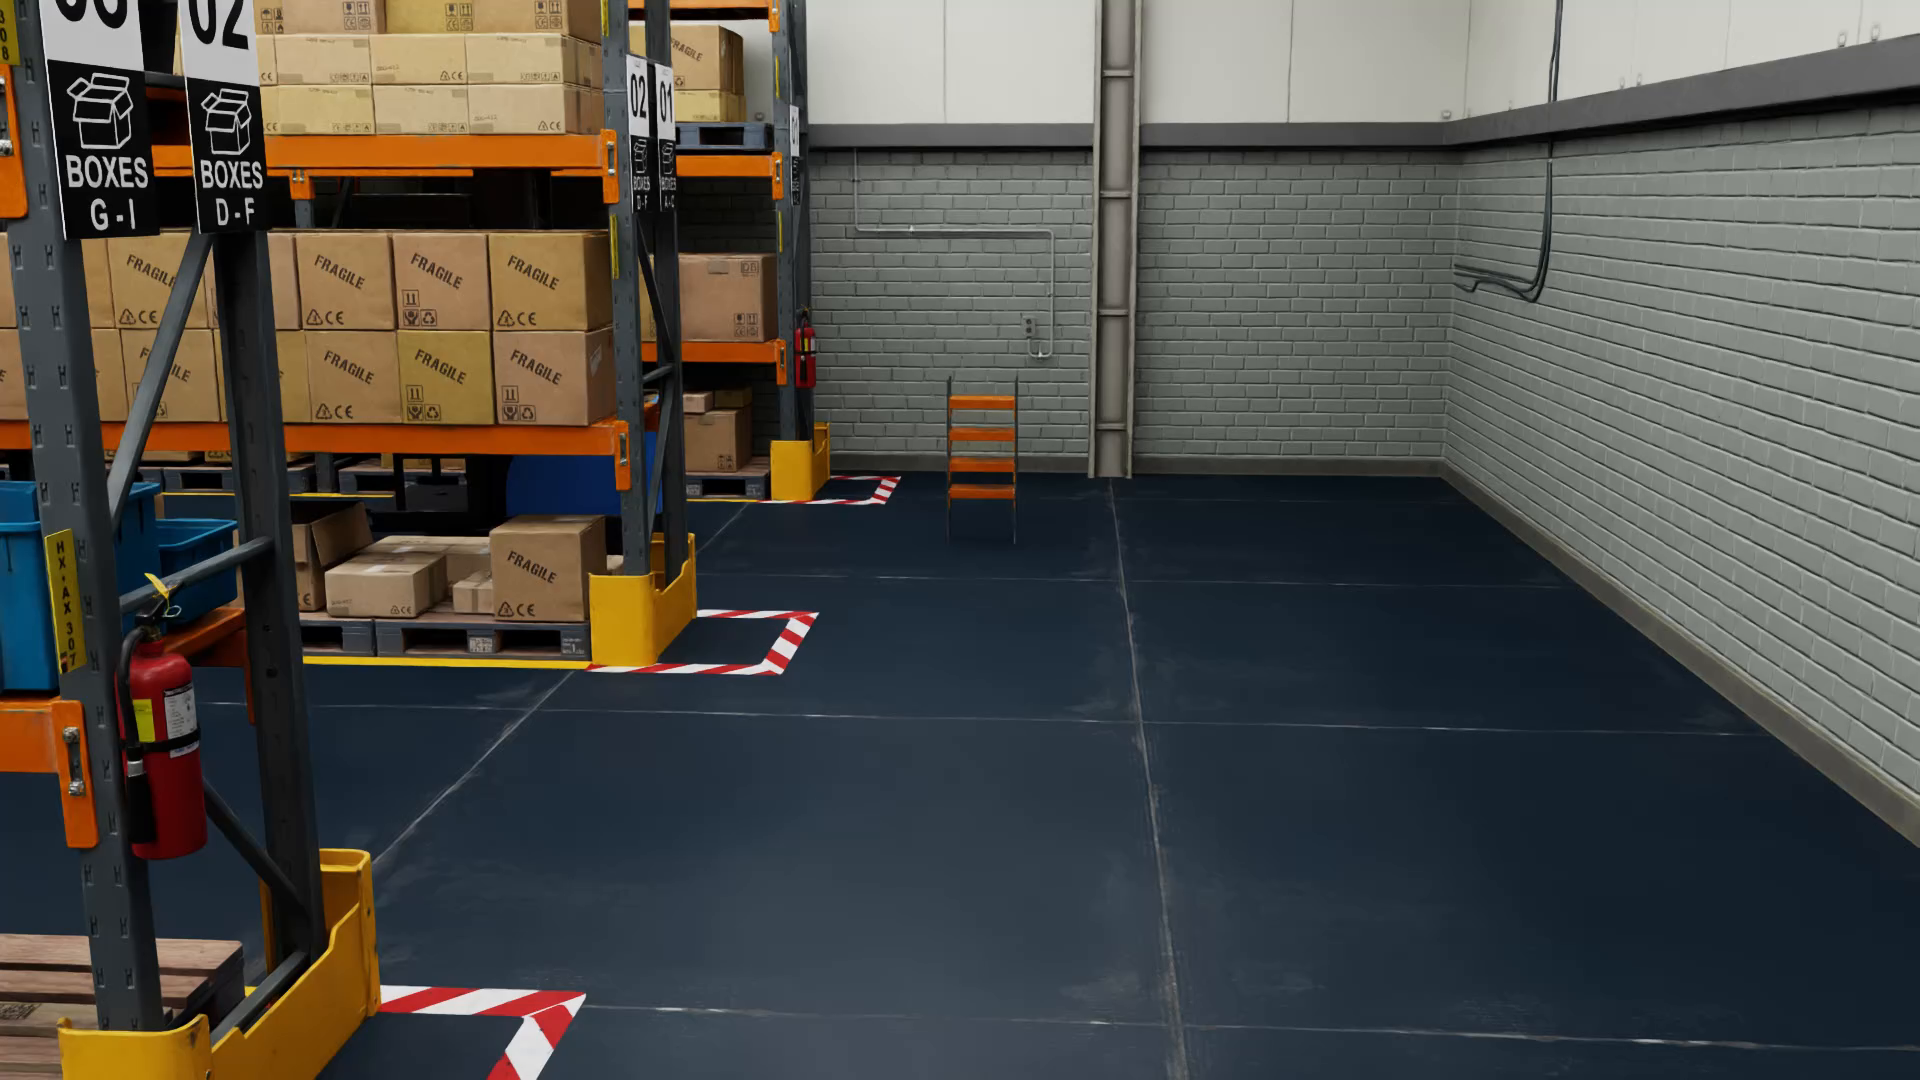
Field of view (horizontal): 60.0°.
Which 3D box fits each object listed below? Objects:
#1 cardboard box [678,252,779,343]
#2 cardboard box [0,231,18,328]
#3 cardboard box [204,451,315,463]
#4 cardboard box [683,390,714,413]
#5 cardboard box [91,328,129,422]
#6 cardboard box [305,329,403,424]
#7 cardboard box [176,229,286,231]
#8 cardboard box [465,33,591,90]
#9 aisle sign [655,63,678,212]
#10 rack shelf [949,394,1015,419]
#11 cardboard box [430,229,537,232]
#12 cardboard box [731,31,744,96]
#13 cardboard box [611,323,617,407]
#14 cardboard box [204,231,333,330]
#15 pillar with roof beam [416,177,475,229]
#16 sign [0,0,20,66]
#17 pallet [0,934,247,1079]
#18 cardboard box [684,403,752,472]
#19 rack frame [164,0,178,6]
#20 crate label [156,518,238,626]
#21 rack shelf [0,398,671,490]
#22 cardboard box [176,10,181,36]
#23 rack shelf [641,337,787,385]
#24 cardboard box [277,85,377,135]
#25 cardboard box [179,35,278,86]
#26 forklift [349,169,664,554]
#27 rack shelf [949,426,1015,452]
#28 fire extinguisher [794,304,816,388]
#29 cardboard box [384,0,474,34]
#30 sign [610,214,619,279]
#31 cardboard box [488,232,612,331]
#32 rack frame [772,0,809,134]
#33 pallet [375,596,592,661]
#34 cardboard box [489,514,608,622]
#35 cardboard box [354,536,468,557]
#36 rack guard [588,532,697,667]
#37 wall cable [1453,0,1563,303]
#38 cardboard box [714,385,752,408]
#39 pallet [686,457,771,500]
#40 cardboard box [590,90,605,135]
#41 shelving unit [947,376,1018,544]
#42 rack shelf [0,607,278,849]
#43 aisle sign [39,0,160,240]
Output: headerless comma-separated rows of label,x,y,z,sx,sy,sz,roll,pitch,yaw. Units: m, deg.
cardboard box,-1.903,-2.066,14.086,0.700,0.700,0.980,1,12,6
cardboard box,-5.261,-1.431,9.099,0.500,0.500,0.500,1,12,5
cardboard box,-6.042,-1.105,14.448,0.750,0.750,0.750,1,12,4
cardboard box,-2.239,-1.167,14.018,0.250,0.149,0.380,1,12,3
cardboard box,-4.711,-0.937,9.177,0.500,0.500,0.500,1,12,5
cardboard box,-3.202,-0.916,9.077,0.500,0.500,0.500,1,12,4
cardboard box,-4.176,-1.528,9.560,0.500,0.500,0.500,1,12,4
cardboard box,-2.251,-2.497,8.697,0.500,0.250,0.500,1,12,4
aisle sign,-1.634,-2.234,9.271,0.004,0.787,0.394,1,12,4
rack shelf,0.165,-0.970,12.054,0.480,0.148,0.258,1,12,4
cardboard box,-2.668,-1.506,9.456,0.500,0.500,0.500,1,12,4
cardboard box,-2.106,-3.990,13.955,0.500,0.500,0.500,0,12,2
cardboard box,-2.146,-1.011,9.531,0.500,0.500,0.500,1,12,5
cardboard box,-3.718,-1.410,8.998,0.500,0.500,0.500,1,12,6
pillar with roof beam,-4.916,-4.193,10.335,0.400,9.000,9.100,1,12,4
sign,-2.077,-1.195,3.583,0.005,0.325,0.100,1,12,4
pallet,-2.876,1.455,4.795,1.213,0.211,1.003,1,12,4
cardboard box,-2.099,-0.885,14.254,0.500,0.500,0.700,1,12,4
rack frame,-2.056,-2.827,3.804,0.127,3.000,1.000,1,12,4
crate label,-2.280,0.092,4.767,0.303,0.233,0.416,1,12,4
rack shelf,-3.717,-0.577,9.460,4.000,0.370,1.077,1,12,4
cardboard box,-4.236,-2.923,8.905,0.500,0.500,0.700,1,12,4
rack shelf,-3.389,-1.590,14.298,4.000,0.370,1.077,1,12,4
cardboard box,-3.249,-2.263,8.803,0.500,0.250,0.500,1,12,4
cardboard box,-3.748,-2.517,8.792,0.500,0.250,0.500,1,12,4
forklift,-3.625,-1.393,11.769,3.031,2.935,1.130,-1,12,-3
rack shelf,0.165,-0.738,12.102,0.480,0.148,0.258,1,12,4
fire extinguisher,-1.274,-1.598,13.679,0.183,0.674,0.296,1,12,4
cardboard box,-2.728,-2.937,8.968,0.500,0.500,0.700,1,12,4
sign,-1.778,-1.511,8.564,0.005,0.325,0.100,1,12,4
cardboard box,-2.184,-1.390,8.903,0.500,0.500,0.500,1,12,3
rack frame,-1.394,-4.851,13.479,0.127,3.000,1.000,1,12,4
pallet,-2.593,0.451,9.597,1.213,0.211,1.003,1,12,4
cardboard box,-2.280,0.149,9.261,0.500,0.500,0.500,1,12,4
cardboard box,-3.243,0.149,9.870,0.500,0.250,0.500,1,12,4
rack guard,-1.797,0.320,9.516,0.348,0.500,1.175,1,12,4
wall cable,4.225,-3.180,13.078,0.112,2.526,3.097,1,12,4
cardboard box,-1.961,-1.242,14.375,0.250,0.149,0.380,1,12,4
pallet,-2.197,-0.544,14.355,1.213,0.211,1.003,1,12,4
cardboard box,-2.217,-2.356,9.245,0.500,0.250,0.500,1,12,4
shelving unit,0.165,-0.585,12.134,0.503,1.200,0.258,1,12,4
rack shelf,-4.052,0.434,4.622,4.000,0.370,1.077,1,12,4
aisle sign,-2.004,-1.102,3.861,0.004,0.787,0.394,1,12,4
